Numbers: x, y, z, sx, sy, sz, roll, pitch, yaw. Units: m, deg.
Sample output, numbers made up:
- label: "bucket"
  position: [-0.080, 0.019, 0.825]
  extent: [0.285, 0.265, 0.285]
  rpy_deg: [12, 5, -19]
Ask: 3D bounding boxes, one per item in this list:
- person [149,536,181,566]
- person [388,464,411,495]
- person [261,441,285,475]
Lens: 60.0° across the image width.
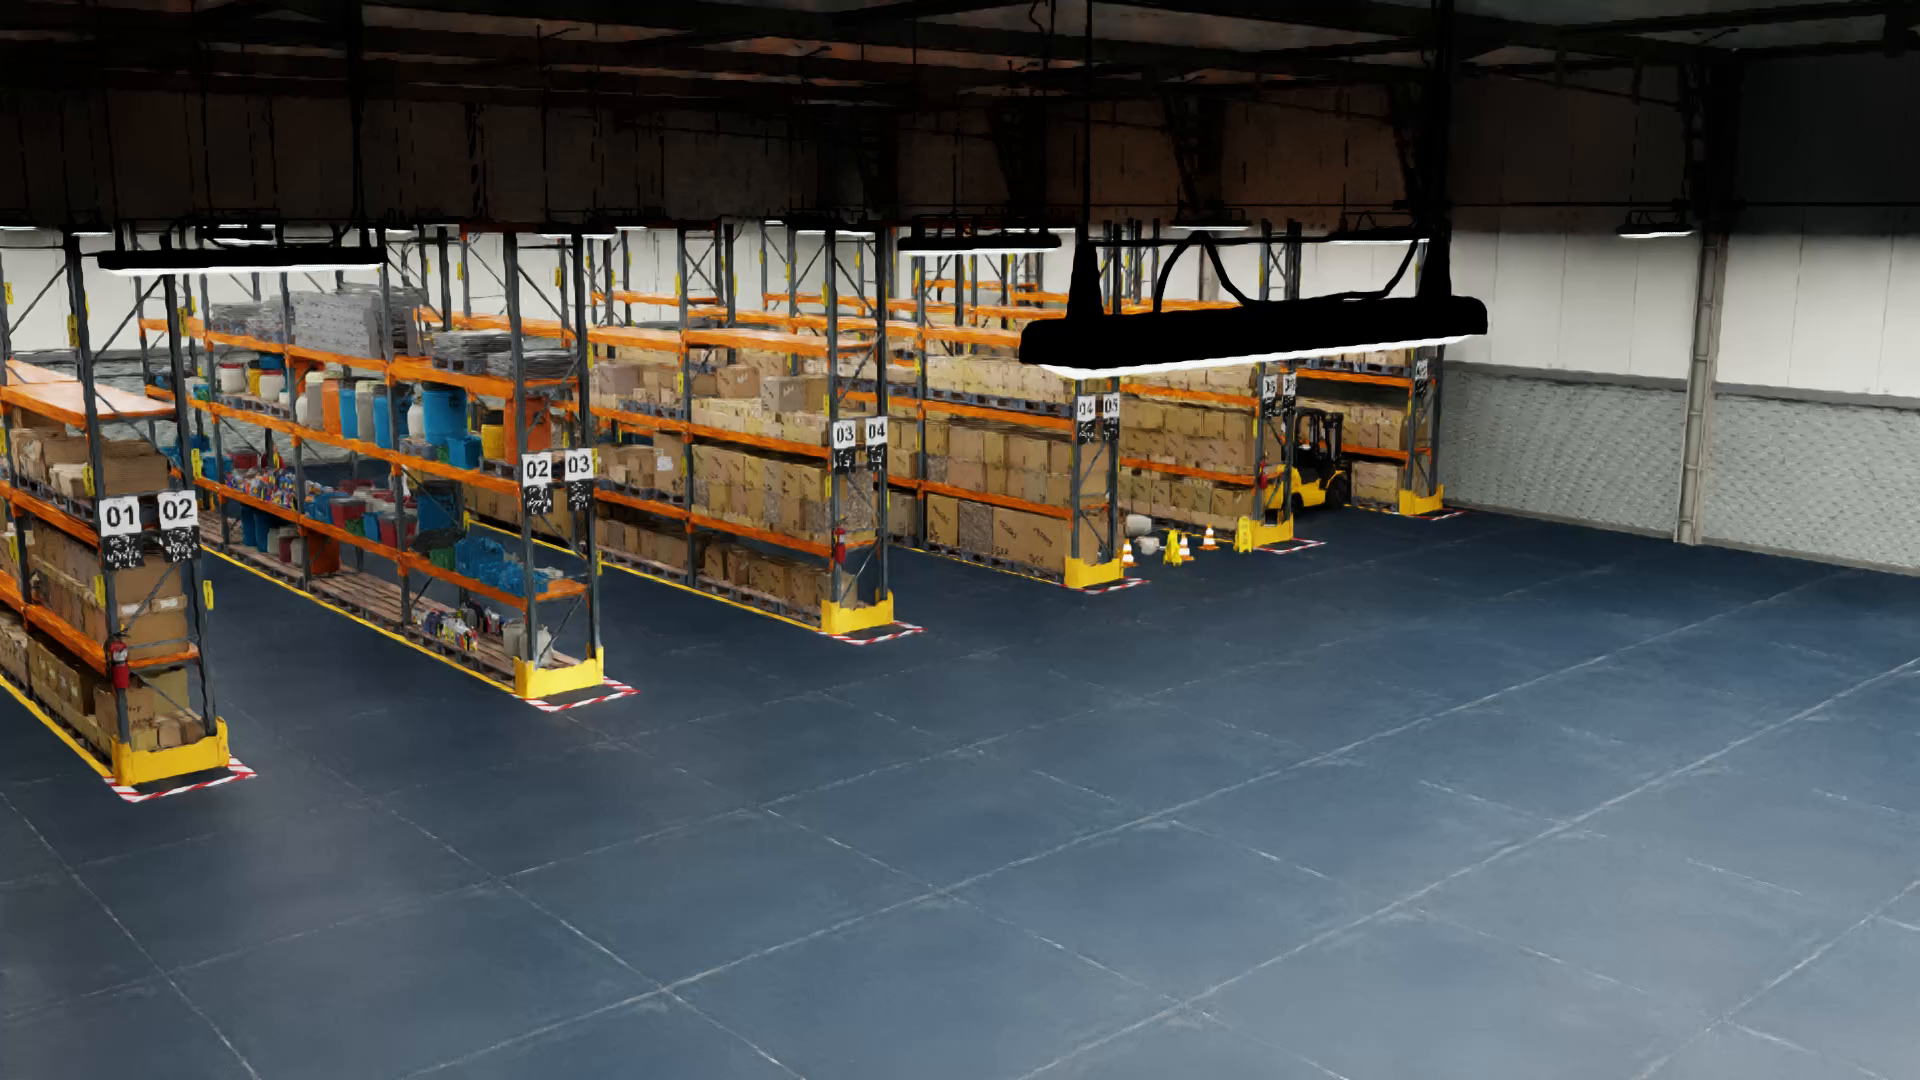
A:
- label: "person"
  position: [-13.147, 0.049, 27.548]
  extent: [0.592, 1.629, 0.532]
  rpy_deg: [-11, 16, -43]
- label: "person"
  position: [-10.597, -0.817, 31.332]
  extent: [0.577, 1.783, 0.662]
  rpy_deg: [-3, 12, -15]
- label: "person"
  position: [-13.555, -1.121, 32.974]
  extent: [0.625, 1.738, 0.476]
  rpy_deg: [5, 13, 25]
